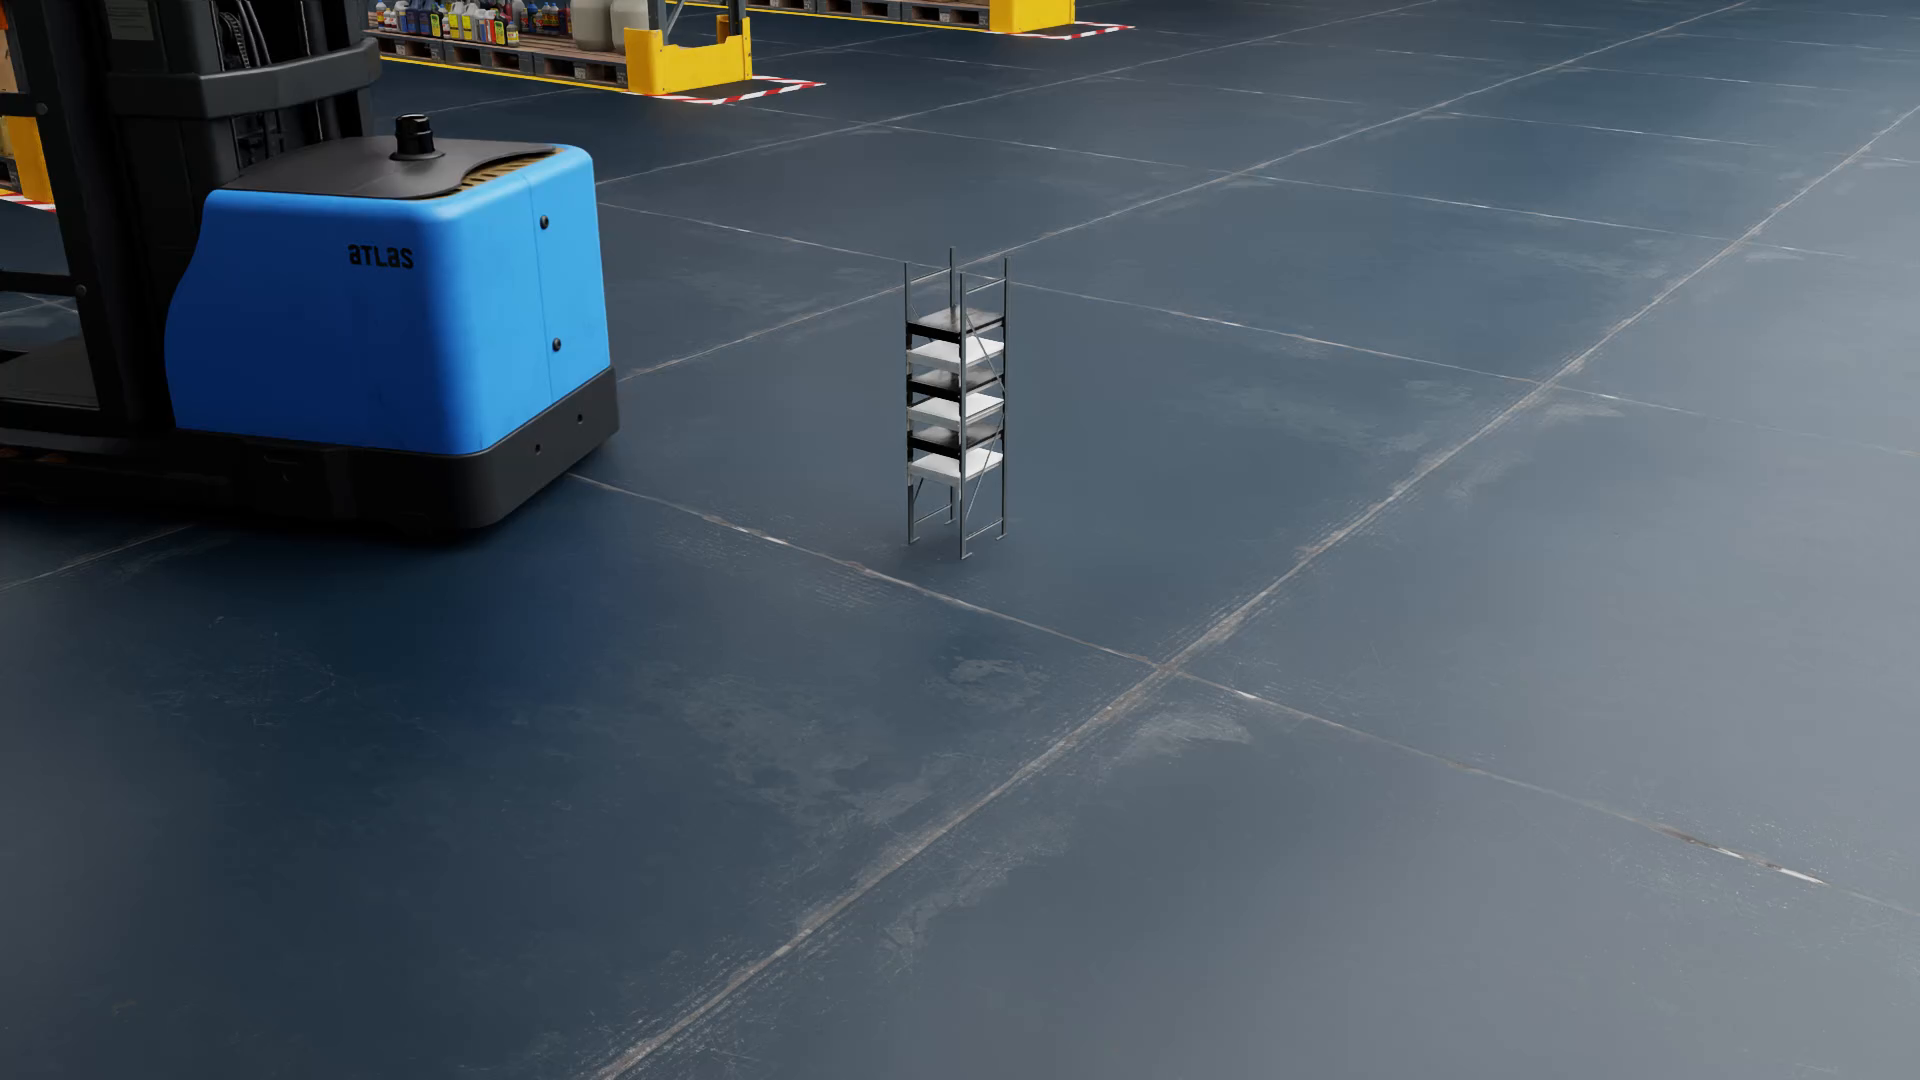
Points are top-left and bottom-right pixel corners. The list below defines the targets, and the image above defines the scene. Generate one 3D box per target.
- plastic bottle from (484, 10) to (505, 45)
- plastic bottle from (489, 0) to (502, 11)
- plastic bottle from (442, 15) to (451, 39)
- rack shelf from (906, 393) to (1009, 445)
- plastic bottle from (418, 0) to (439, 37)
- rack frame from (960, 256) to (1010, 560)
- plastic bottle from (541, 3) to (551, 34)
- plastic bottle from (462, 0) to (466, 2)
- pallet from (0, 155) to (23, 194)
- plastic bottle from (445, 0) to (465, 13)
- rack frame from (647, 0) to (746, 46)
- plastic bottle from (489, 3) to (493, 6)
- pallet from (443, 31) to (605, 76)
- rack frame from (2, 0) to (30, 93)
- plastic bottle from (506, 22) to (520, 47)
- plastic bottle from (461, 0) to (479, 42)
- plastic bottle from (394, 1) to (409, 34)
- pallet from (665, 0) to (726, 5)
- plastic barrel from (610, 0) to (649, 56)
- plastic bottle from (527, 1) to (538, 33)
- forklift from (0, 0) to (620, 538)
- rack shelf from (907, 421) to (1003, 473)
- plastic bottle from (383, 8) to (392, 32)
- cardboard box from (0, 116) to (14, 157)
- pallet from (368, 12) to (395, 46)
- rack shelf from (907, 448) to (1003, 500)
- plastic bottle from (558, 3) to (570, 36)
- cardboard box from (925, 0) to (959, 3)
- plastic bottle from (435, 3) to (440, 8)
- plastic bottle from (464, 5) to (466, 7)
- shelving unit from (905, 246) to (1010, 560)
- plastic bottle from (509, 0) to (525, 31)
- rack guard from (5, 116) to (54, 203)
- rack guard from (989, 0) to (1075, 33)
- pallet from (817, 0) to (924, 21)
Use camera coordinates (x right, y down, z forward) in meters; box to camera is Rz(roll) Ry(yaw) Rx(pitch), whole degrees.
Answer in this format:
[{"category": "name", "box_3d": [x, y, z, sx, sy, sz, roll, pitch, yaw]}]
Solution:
[{"category": "plastic bottle", "box_3d": [-4.062, -4.489, 14.550, 0.135, 0.276, 0.152, 17, 29, 34]}, {"category": "plastic bottle", "box_3d": [-4.286, -4.861, 15.385, 0.133, 0.283, 0.061, 17, 29, 33]}, {"category": "plastic bottle", "box_3d": [-4.584, -4.599, 14.893, 0.097, 0.201, 0.097, 0, 24, 0]}, {"category": "rack shelf", "box_3d": [-0.006, -0.383, 5.086, 0.200, 0.077, 0.258, 17, 29, 33]}, {"category": "plastic bottle", "box_3d": [-4.797, -4.743, 15.035, 0.185, 0.351, 0.144, 15, 28, 31]}, {"category": "rack frame", "box_3d": [0.075, -0.389, 5.017, 0.006, 0.900, 0.240, 17, 29, 33]}, {"category": "plastic bottle", "box_3d": [-3.762, -4.760, 15.172, 0.097, 0.271, 0.097, 0, 24, 0]}, {"category": "plastic bottle", "box_3d": [-4.657, -5.055, 15.743, 0.185, 0.351, 0.144, 16, 28, 32]}, {"category": "pallet", "box_3d": [-5.755, -2.460, 10.571, 1.213, 0.211, 1.003, 17, 29, 33]}, {"category": "plastic bottle", "box_3d": [-4.743, -5.009, 15.637, 0.185, 0.351, 0.144, 17, 29, 33]}, {"category": "rack frame", "box_3d": [-2.144, -5.162, 13.245, 0.127, 3.000, 1.000, 17, 29, 33]}, {"category": "plastic bottle", "box_3d": [-4.348, -4.952, 15.592, 0.133, 0.283, 0.061, 19, 30, 37]}, {"category": "pallet", "box_3d": [-3.852, -4.382, 14.934, 1.213, 0.211, 1.003, 17, 29, 33]}, {"category": "rack frame", "box_3d": [-5.118, -3.564, 9.620, 0.127, 3.000, 1.000, 17, 29, 33]}, {"category": "plastic bottle", "box_3d": [-3.877, -4.385, 14.407, 0.097, 0.201, 0.097, 0, 24, 0]}, {"category": "plastic bottle", "box_3d": [-4.308, -4.596, 14.700, 0.185, 0.351, 0.144, 18, 30, 35]}, {"category": "plastic bottle", "box_3d": [-5.078, -4.796, 15.247, 0.135, 0.276, 0.152, 18, 30, 35]}, {"category": "pallet", "box_3d": [-2.998, -6.639, 20.055, 1.213, 0.211, 1.003, 17, 29, 33]}, {"category": "plastic barrel", "box_3d": [-2.717, -4.350, 13.967, 0.421, 0.512, 0.421, 0, 24, 0]}, {"category": "plastic bottle", "box_3d": [-3.924, -4.809, 15.284, 0.097, 0.271, 0.097, 0, 24, 0]}, {"category": "forklift", "box_3d": [-2.798, -1.657, 5.376, 3.031, 2.935, 1.130, 6, 24, 13]}, {"category": "rack shelf", "box_3d": [-0.006, -0.301, 5.123, 0.200, 0.077, 0.258, 17, 29, 33]}, {"category": "plastic bottle", "box_3d": [-5.272, -4.807, 15.364, 0.097, 0.201, 0.097, 0, 24, 0]}, {"category": "cardboard box", "box_3d": [-5.724, -2.533, 10.167, 0.500, 0.250, 0.500, 17, 29, 33]}, {"category": "pallet", "box_3d": [-5.997, -5.030, 16.405, 1.213, 0.211, 1.003, 17, 29, 33]}, {"category": "rack shelf", "box_3d": [-0.006, -0.219, 5.159, 0.200, 0.077, 0.258, 17, 29, 33]}, {"category": "plastic bottle", "box_3d": [-3.578, -4.720, 15.064, 0.133, 0.283, 0.061, 17, 29, 34]}, {"category": "cardboard box", "box_3d": [-0.162, -6.098, 17.949, 0.500, 0.500, 0.500, -17, 29, -34]}, {"category": "plastic bottle", "box_3d": [-4.759, -4.757, 15.163, 0.097, 0.271, 0.097, 0, 24, 0]}, {"category": "plastic bottle", "box_3d": [-4.388, -4.660, 14.939, 0.135, 0.276, 0.152, 17, 29, 33]}, {"category": "shelving unit", "box_3d": [-0.006, -0.414, 5.073, 0.210, 0.900, 0.258, 17, 29, 33]}, {"category": "plastic bottle", "box_3d": [-4.117, -4.856, 15.383, 0.135, 0.276, 0.152, 17, 29, 34]}, {"category": "rack guard", "box_3d": [-5.099, -2.415, 10.110, 0.348, 0.500, 1.175, 17, 29, 33]}, {"category": "rack guard", "box_3d": [0.766, -5.634, 17.417, 0.348, 0.500, 1.175, 17, 29, 33]}, {"category": "pallet", "box_3d": [-0.835, -6.005, 18.617, 1.213, 0.211, 1.003, 17, 29, 33]}]
